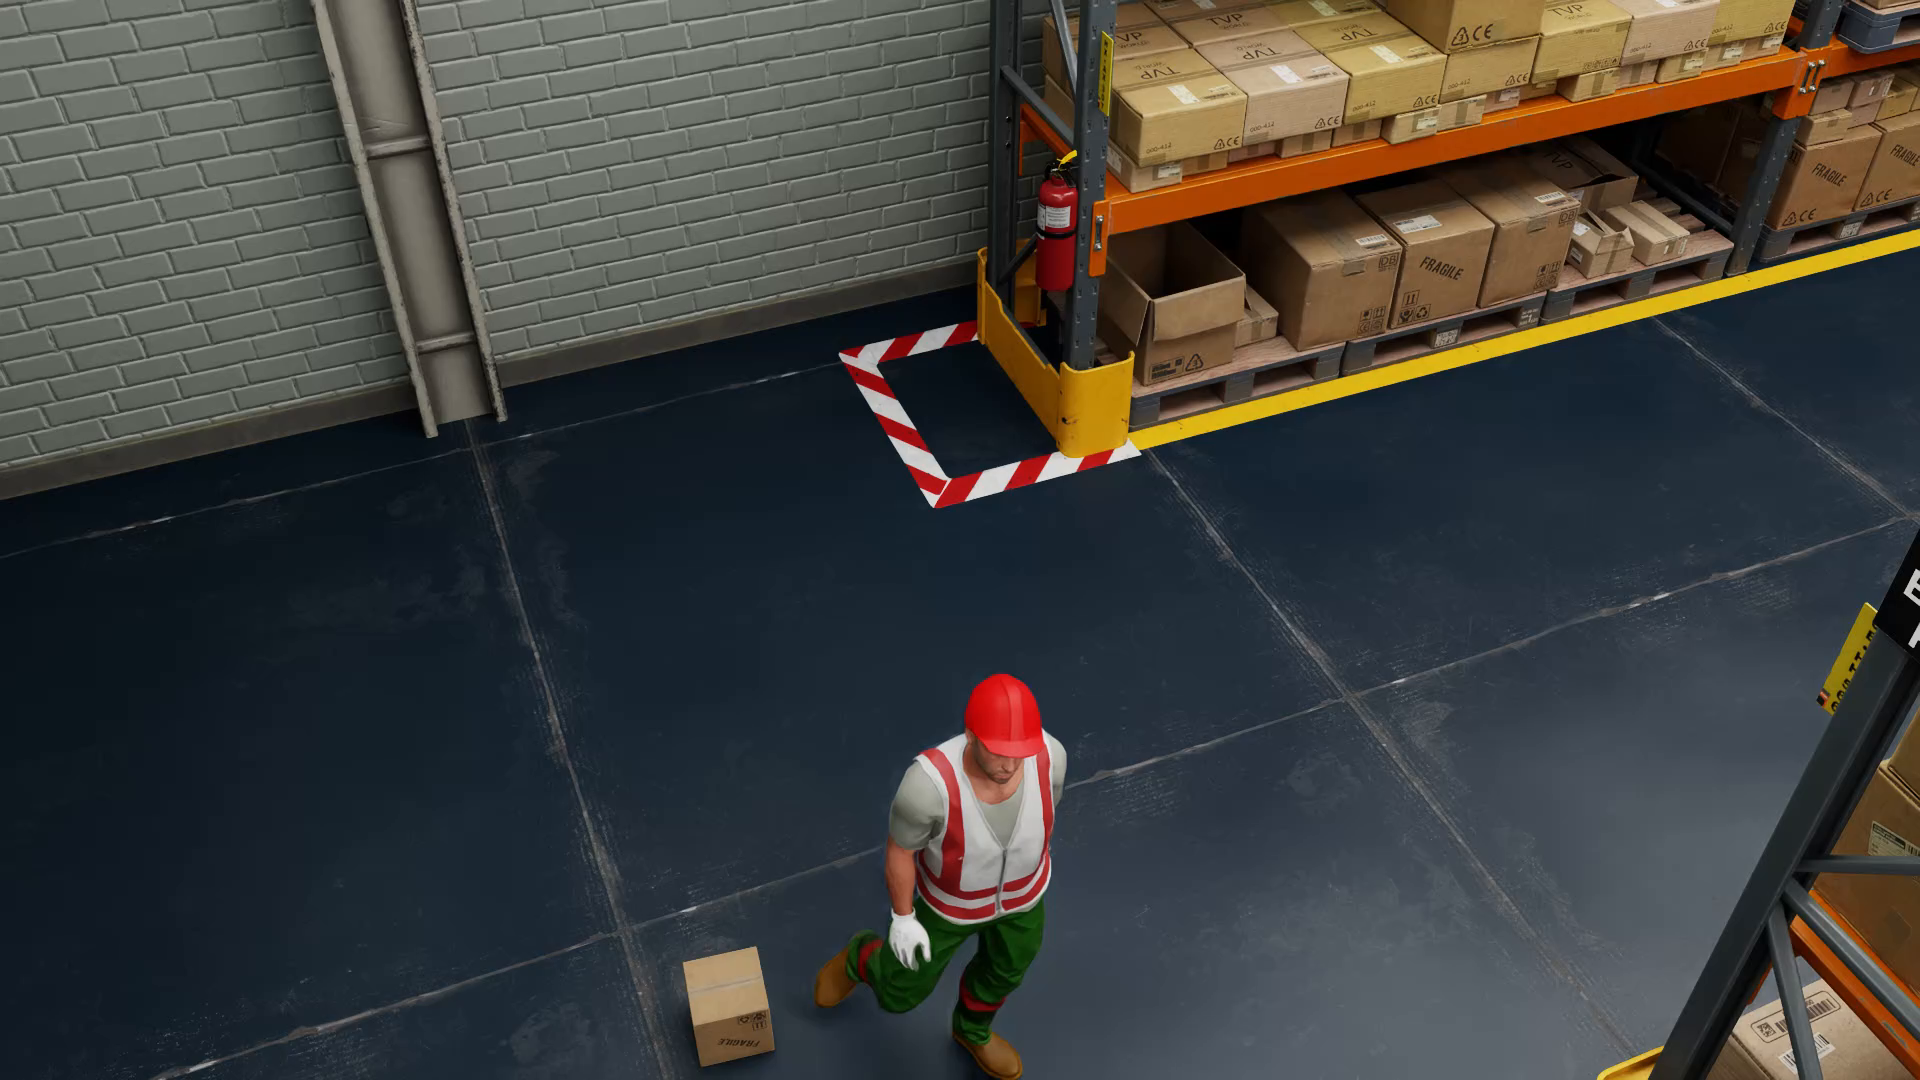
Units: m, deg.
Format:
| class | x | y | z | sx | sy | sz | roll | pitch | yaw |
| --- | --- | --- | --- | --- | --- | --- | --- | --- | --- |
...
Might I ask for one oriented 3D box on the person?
| class | x | y | z | sx | sy | sz | roll | pitch | yaw |
| --- | --- | --- | --- | --- | --- | --- | --- | --- | --- |
| person | -0.074 | 0.998 | 5.009 | 0.747 | 1.774 | 0.614 | -13 | 43 | -15 |
